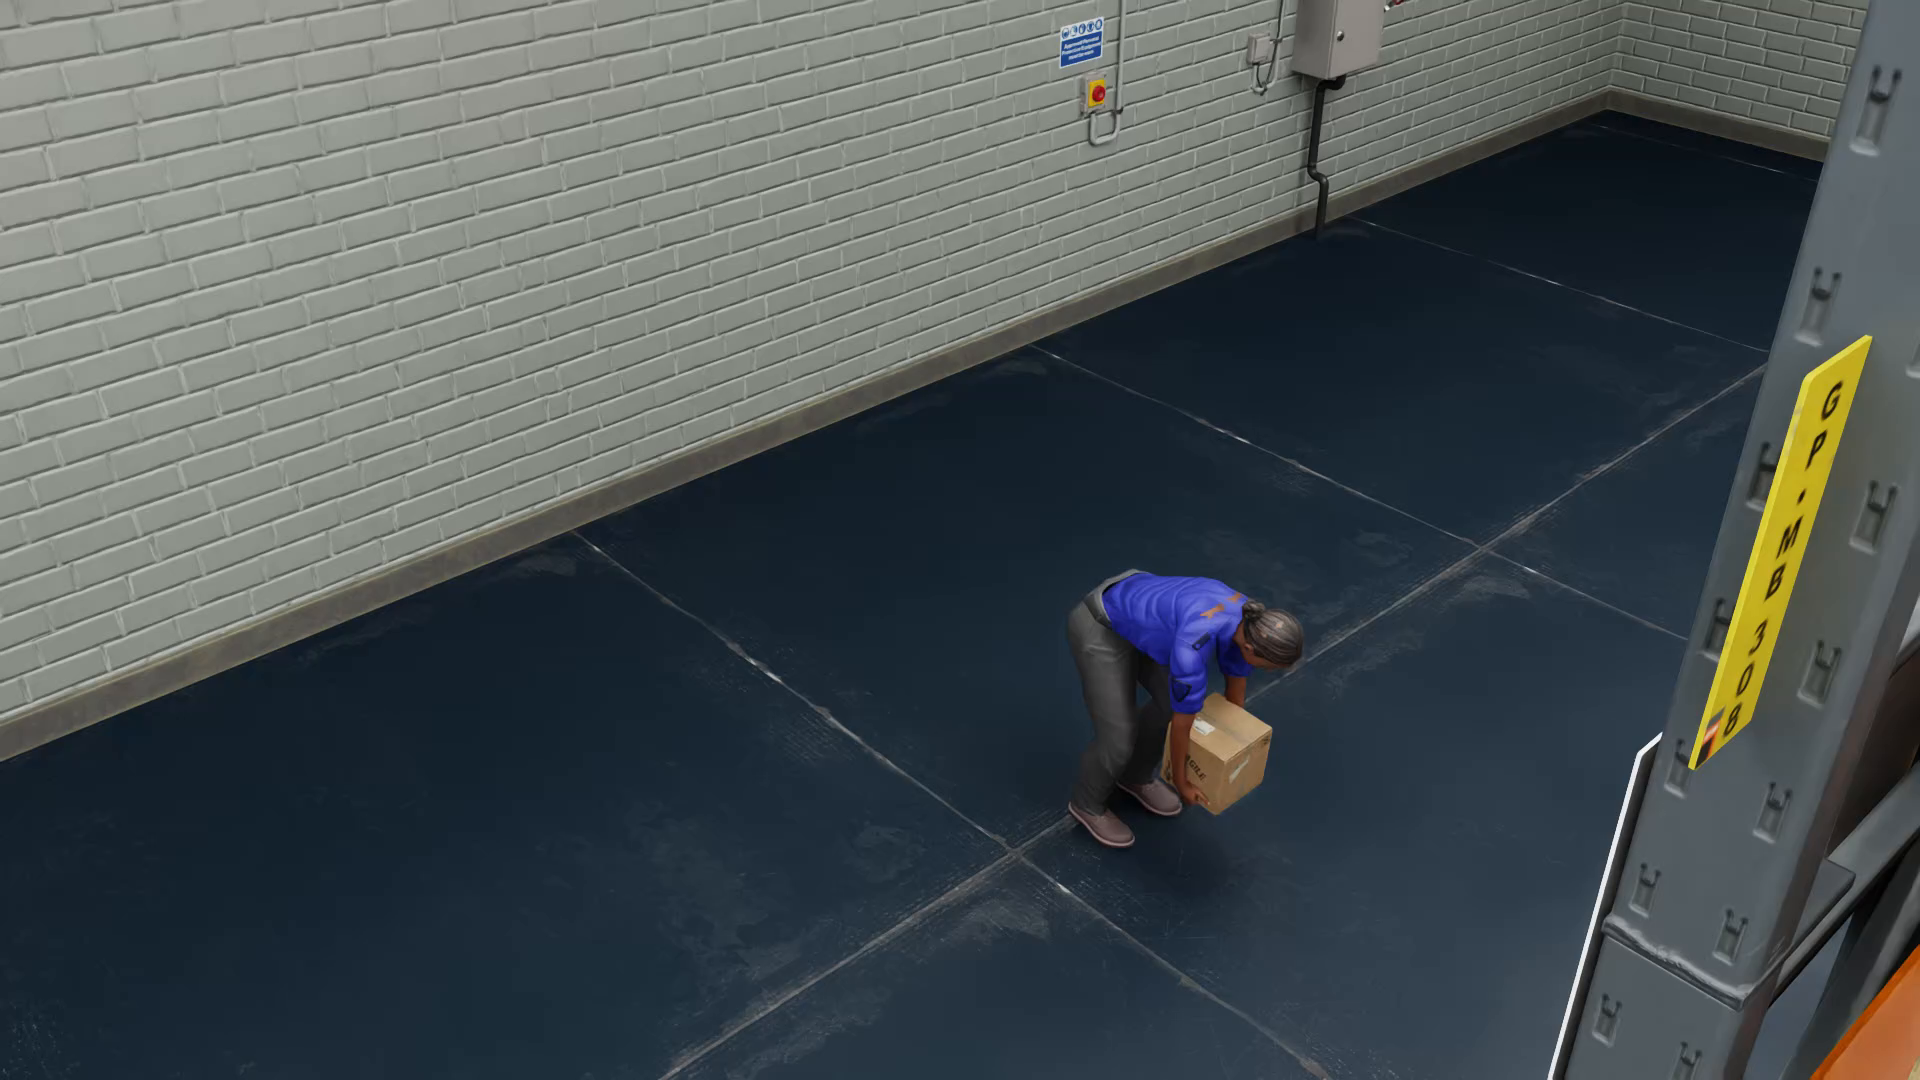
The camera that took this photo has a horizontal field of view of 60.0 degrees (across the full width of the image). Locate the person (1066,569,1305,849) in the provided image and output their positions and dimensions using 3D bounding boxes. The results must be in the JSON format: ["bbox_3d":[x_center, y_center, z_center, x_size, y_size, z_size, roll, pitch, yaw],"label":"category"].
[{"bbox_3d":[0.746,0.592,5.673,0.418,1.155,0.858,-27,41,-37],"label":"person"}]
